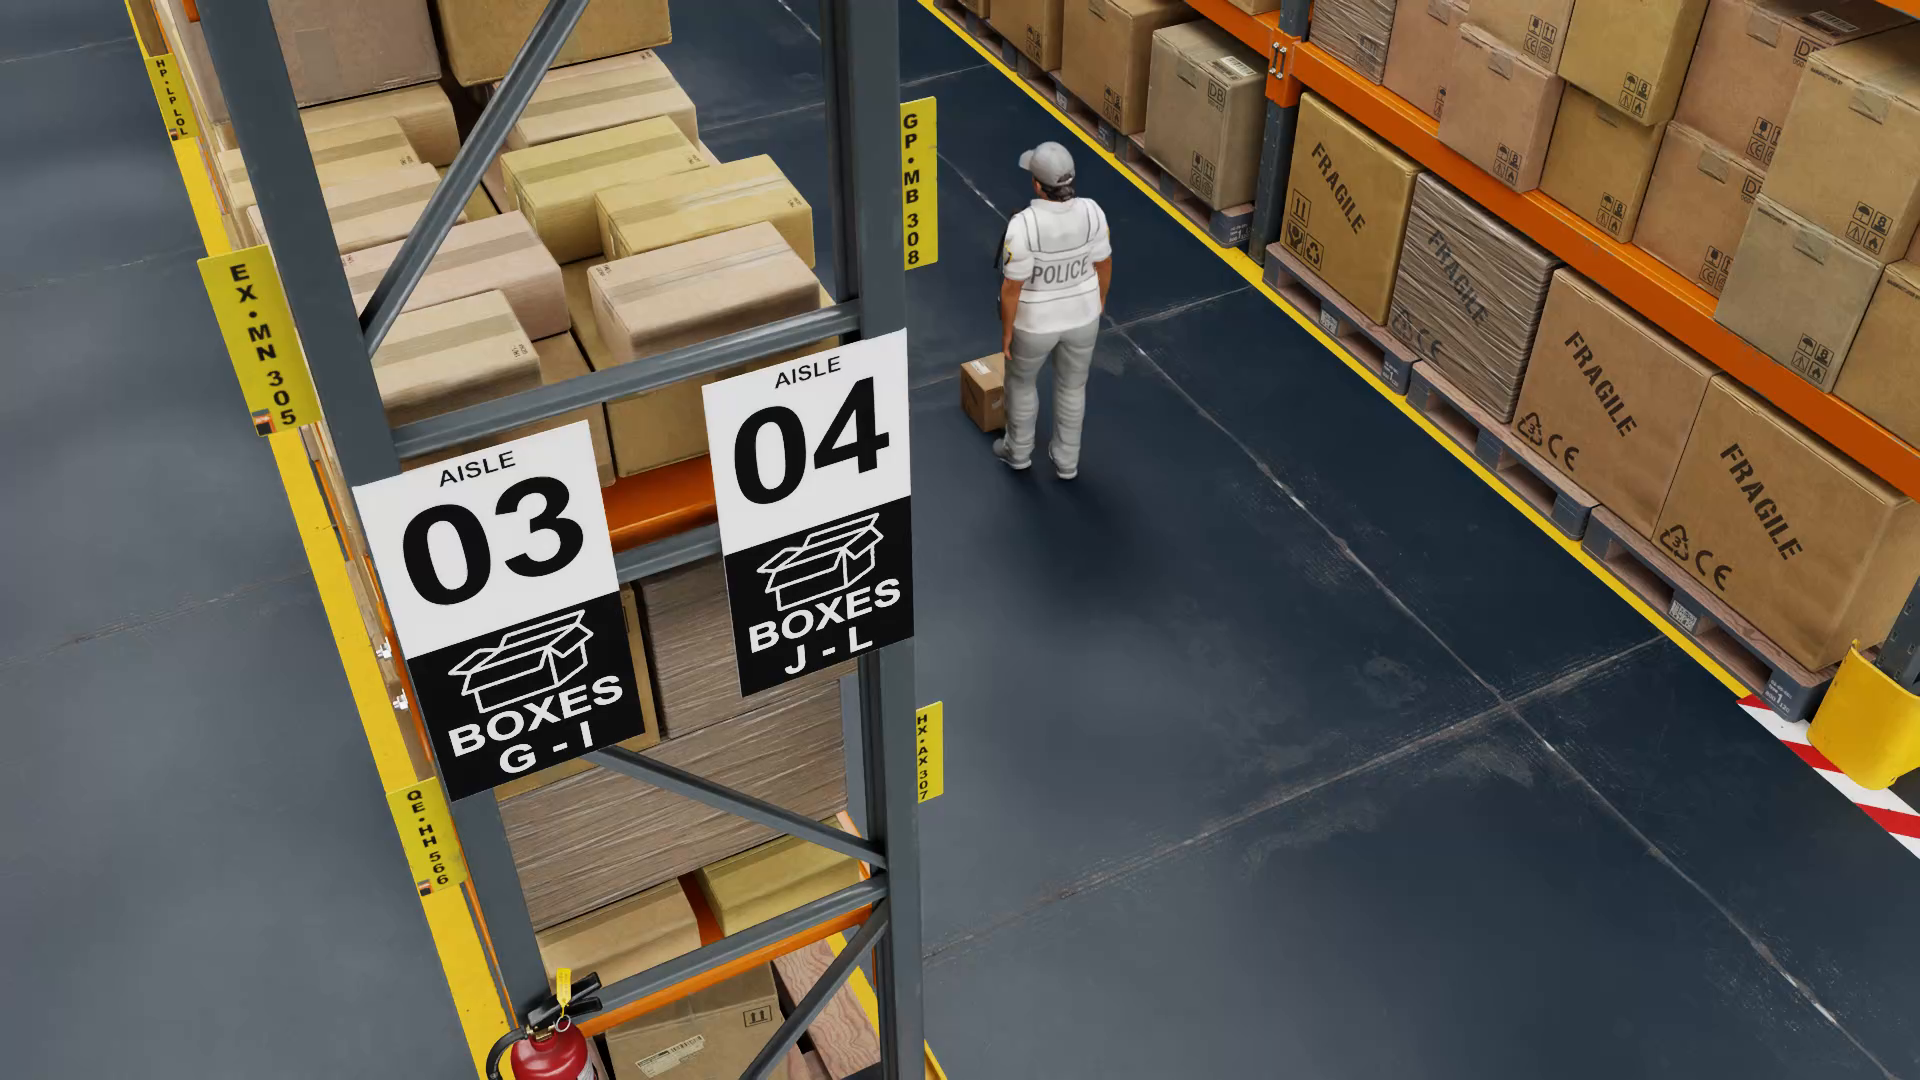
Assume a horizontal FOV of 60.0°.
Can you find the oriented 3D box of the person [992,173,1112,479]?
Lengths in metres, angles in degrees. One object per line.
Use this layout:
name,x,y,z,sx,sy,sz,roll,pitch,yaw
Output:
person,0.401,-0.980,7.293,0.540,1.692,0.456,-11,43,-12
